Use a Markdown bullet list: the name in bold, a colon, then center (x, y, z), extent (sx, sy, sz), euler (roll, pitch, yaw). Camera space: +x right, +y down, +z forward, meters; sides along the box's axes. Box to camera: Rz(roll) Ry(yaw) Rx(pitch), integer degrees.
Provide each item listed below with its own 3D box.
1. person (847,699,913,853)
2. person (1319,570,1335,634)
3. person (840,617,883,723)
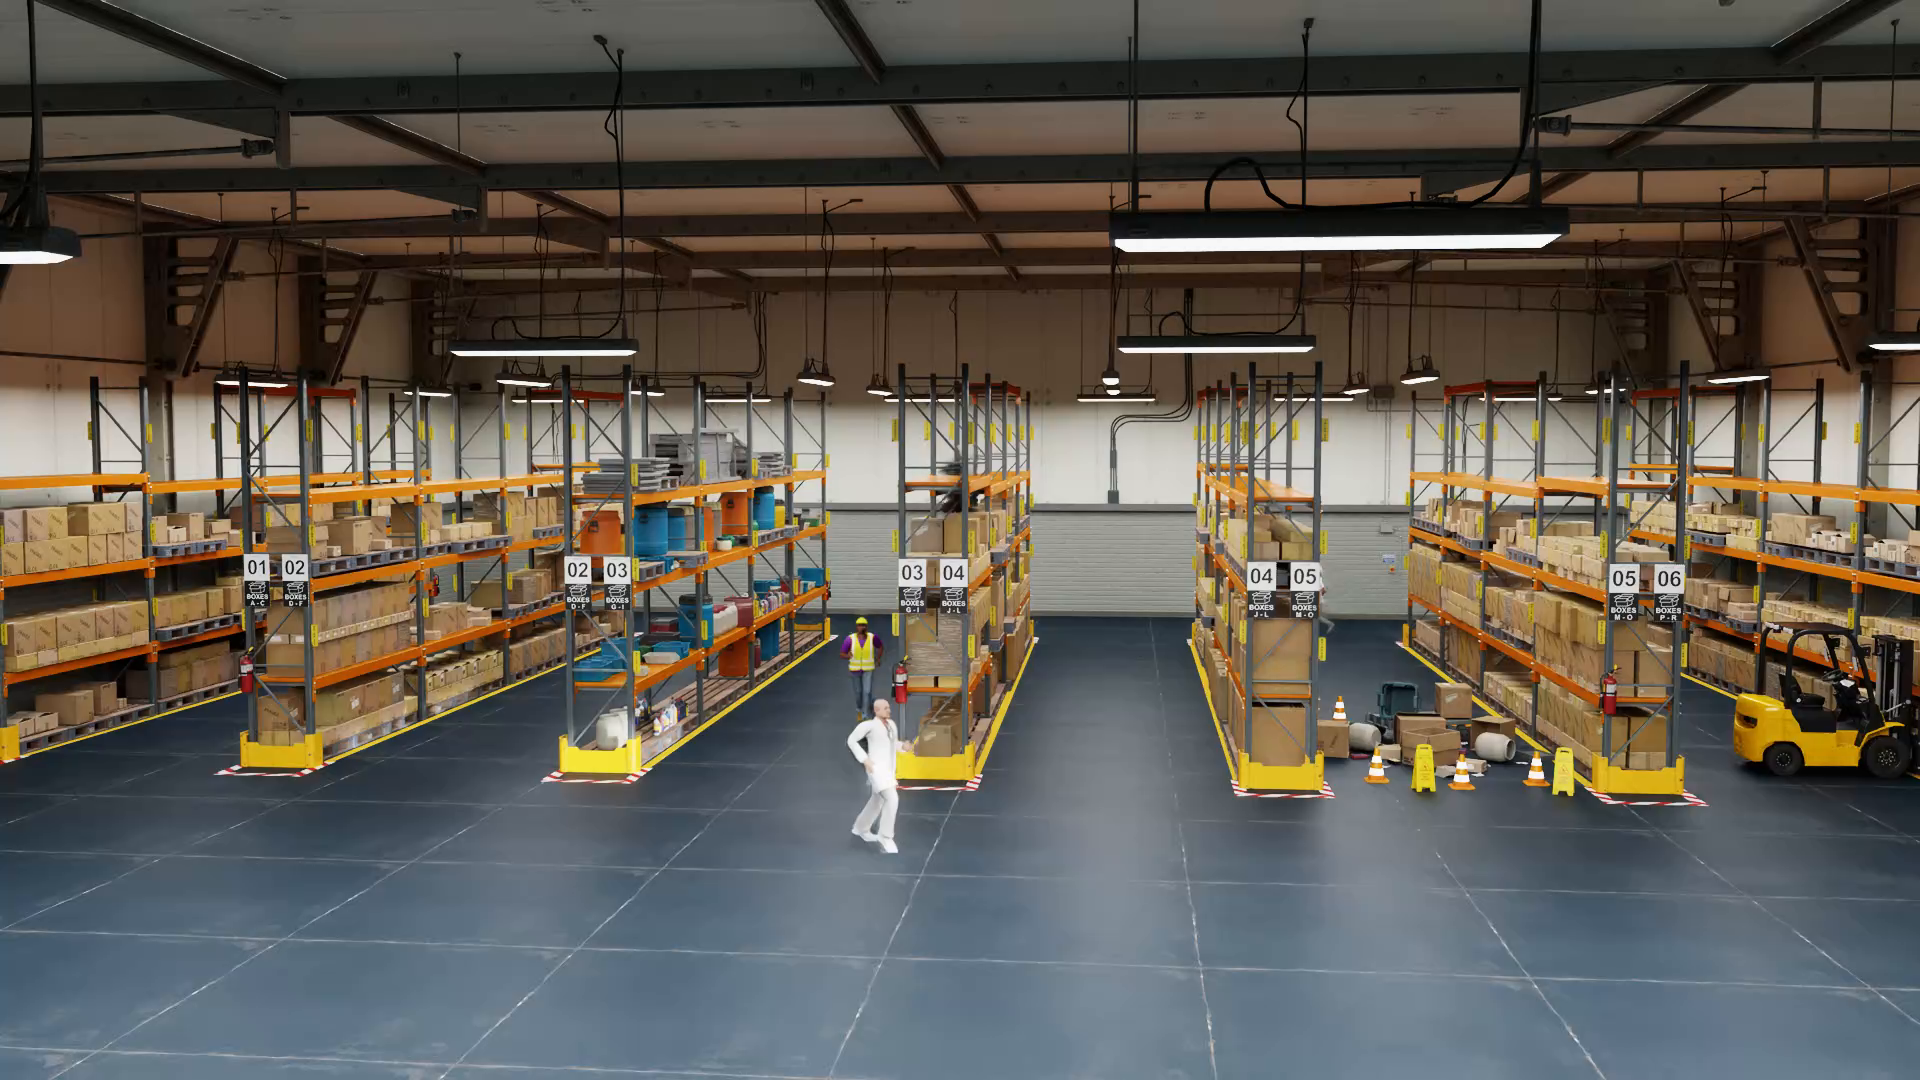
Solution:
- **person**: center (-0.962, 2.837, 20.058), extent (0.854, 1.849, 0.683), euler (2, 4, 28)
- **person**: center (8.716, 1.542, 40.473), extent (0.879, 1.763, 0.709), euler (0, 4, 7)
- **person**: center (-1.617, 2.160, 27.316), extent (0.695, 1.791, 0.950), euler (0, 4, 0)
